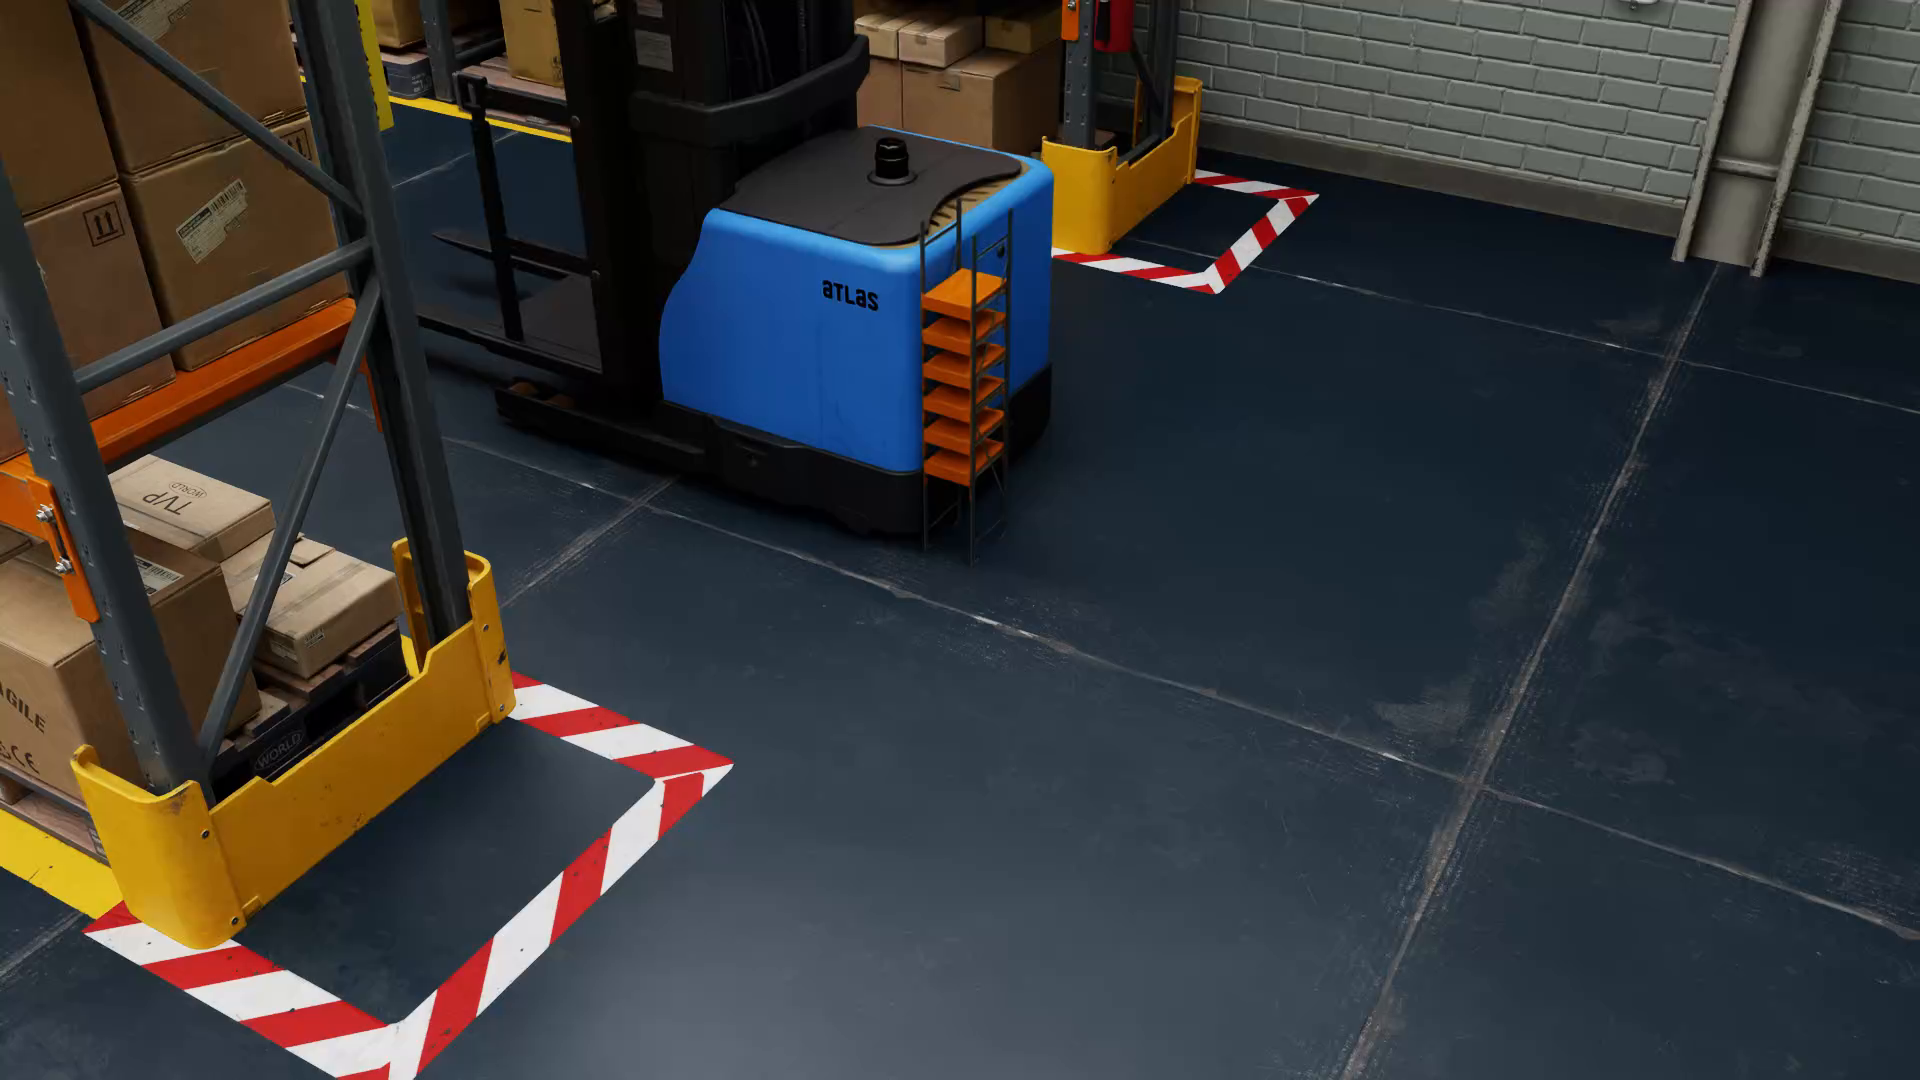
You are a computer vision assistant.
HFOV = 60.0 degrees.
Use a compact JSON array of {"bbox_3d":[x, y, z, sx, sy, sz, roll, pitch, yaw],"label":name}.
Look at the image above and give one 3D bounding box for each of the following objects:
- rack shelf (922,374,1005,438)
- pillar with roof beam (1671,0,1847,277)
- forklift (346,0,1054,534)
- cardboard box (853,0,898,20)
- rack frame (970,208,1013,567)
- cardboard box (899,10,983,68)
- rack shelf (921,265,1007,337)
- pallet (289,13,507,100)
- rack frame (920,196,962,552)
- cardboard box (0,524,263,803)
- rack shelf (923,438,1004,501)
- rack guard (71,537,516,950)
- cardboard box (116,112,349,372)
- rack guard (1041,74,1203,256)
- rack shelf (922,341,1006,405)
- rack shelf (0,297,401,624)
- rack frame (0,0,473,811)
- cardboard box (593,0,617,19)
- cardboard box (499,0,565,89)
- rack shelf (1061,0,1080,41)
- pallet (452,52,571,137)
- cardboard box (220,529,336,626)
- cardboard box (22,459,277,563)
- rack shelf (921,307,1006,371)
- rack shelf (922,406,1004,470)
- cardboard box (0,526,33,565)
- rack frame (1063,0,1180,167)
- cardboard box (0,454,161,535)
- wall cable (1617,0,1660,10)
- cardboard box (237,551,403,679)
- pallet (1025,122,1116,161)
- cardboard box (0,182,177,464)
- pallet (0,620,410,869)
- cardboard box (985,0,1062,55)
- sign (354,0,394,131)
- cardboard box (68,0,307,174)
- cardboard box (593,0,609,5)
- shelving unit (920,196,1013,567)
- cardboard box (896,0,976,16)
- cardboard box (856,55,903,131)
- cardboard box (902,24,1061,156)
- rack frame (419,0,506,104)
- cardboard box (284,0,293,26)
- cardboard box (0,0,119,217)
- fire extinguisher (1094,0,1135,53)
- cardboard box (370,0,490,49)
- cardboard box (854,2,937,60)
[{"bbox_3d":[0.020,-0.454,5.430,0.180,0.103,0.258,18,38,25],"label":"rack shelf"},{"bbox_3d":[1.407,-2.992,2.125,0.400,9.000,9.100,18,37,24],"label":"pillar with roof beam"},{"bbox_3d":[-1.187,-1.835,5.862,3.031,2.935,1.130,18,38,25],"label":"forklift"},{"bbox_3d":[-0.337,-2.712,8.407,0.250,0.149,0.380,18,38,25],"label":"cardboard box"},{"bbox_3d":[0.099,-0.465,5.366,0.006,1.200,0.240,18,38,25],"label":"rack frame"},{"bbox_3d":[-0.090,-2.390,7.923,0.250,0.149,0.380,17,37,24],"label":"cardboard box"},{"bbox_3d":[0.020,-0.754,5.230,0.180,0.103,0.258,18,38,25],"label":"rack shelf"},{"bbox_3d":[-3.411,-3.009,10.077,1.213,0.211,1.003,18,37,24],"label":"pallet"},{"bbox_3d":[-0.059,-0.517,5.444,0.006,1.200,0.240,18,38,25],"label":"rack frame"},{"bbox_3d":[-2.280,0.318,4.425,0.500,0.500,0.500,18,37,24],"label":"cardboard box"},{"bbox_3d":[0.020,-0.255,5.563,0.180,0.103,0.258,18,38,25],"label":"rack shelf"},{"bbox_3d":[-1.751,0.511,4.531,0.348,0.500,1.175,18,37,24],"label":"rack guard"},{"bbox_3d":[-1.940,-0.799,4.153,0.500,0.500,0.500,18,38,25],"label":"cardboard box"},{"bbox_3d":[0.790,-1.846,8.071,0.348,0.500,1.175,18,37,24],"label":"rack guard"},{"bbox_3d":[0.020,-0.554,5.363,0.180,0.103,0.258,18,38,25],"label":"rack shelf"},{"bbox_3d":[-3.422,-0.759,4.832,4.000,0.370,1.077,18,37,24],"label":"rack shelf"},{"bbox_3d":[-1.685,-0.508,3.807,0.127,3.000,1.000,18,37,24],"label":"rack frame"},{"bbox_3d":[-1.671,-2.733,9.024,0.500,0.500,0.700,17,37,24],"label":"cardboard box"},{"bbox_3d":[-2.105,-2.873,9.234,0.500,0.500,0.700,18,38,25],"label":"cardboard box"},{"bbox_3d":[-0.967,-3.144,8.414,4.000,0.370,1.077,18,37,24],"label":"rack shelf"},{"bbox_3d":[-2.082,-2.586,9.443,1.213,0.211,1.003,18,37,24],"label":"pallet"},{"bbox_3d":[-2.095,0.139,4.995,0.250,0.166,0.380,18,37,24],"label":"cardboard box"},{"bbox_3d":[-2.451,0.029,5.083,0.500,0.250,0.500,18,37,24],"label":"cardboard box"},{"bbox_3d":[0.020,-0.654,5.297,0.180,0.103,0.258,18,38,25],"label":"rack shelf"},{"bbox_3d":[0.020,-0.354,5.496,0.180,0.103,0.258,18,38,25],"label":"rack shelf"},{"bbox_3d":[-3.089,0.146,4.908,0.500,0.250,0.500,18,37,24],"label":"cardboard box"},{"bbox_3d":[0.769,-2.893,7.388,0.127,3.000,1.000,18,37,24],"label":"rack frame"},{"bbox_3d":[-2.885,-0.108,5.290,0.500,0.250,0.500,18,37,24],"label":"cardboard box"},{"bbox_3d":[2.350,-3.419,7.262,1.851,1.984,0.084,18,37,24],"label":"wall cable"},{"bbox_3d":[-1.878,0.215,4.897,0.250,0.149,0.380,18,37,24],"label":"cardboard box"},{"bbox_3d":[0.036,-1.915,8.435,1.213,0.211,1.003,18,37,24],"label":"pallet"},{"bbox_3d":[-2.209,-0.542,3.768,0.500,0.500,0.500,19,38,26],"label":"cardboard box"},{"bbox_3d":[-2.444,0.413,4.940,1.213,0.211,1.003,18,37,24],"label":"pallet"},{"bbox_3d":[0.320,-2.504,8.095,0.250,0.149,0.380,18,38,25],"label":"cardboard box"},{"bbox_3d":[-1.416,-1.130,3.959,0.005,0.325,0.100,18,37,24],"label":"sign"},{"bbox_3d":[-1.940,-1.215,3.876,0.500,0.500,0.500,19,38,26],"label":"cardboard box"},{"bbox_3d":[-1.898,-2.961,8.781,0.250,0.149,0.380,19,38,26],"label":"cardboard box"},{"bbox_3d":[0.020,-0.491,5.405,0.189,1.200,0.258,18,38,25],"label":"shelving unit"},{"bbox_3d":[-0.120,-2.643,8.303,0.250,0.149,0.380,18,38,25],"label":"cardboard box"},{"bbox_3d":[-0.322,-2.309,8.388,0.500,0.500,0.700,17,37,24],"label":"cardboard box"},{"bbox_3d":[0.112,-2.172,8.182,0.500,0.500,0.700,18,37,24],"label":"cardboard box"},{"bbox_3d":[-2.703,-3.993,9.040,0.127,3.000,1.000,18,37,24],"label":"rack frame"},{"bbox_3d":[-4.106,-3.632,10.059,0.750,0.750,0.750,19,38,26],"label":"cardboard box"},{"bbox_3d":[-2.208,-0.956,3.487,0.500,0.500,0.500,17,37,24],"label":"cardboard box"},{"bbox_3d":[0.671,-2.442,7.117,0.183,0.674,0.296,18,37,24],"label":"fire extinguisher"},{"bbox_3d":[-3.332,-3.389,9.694,0.750,0.750,0.750,18,38,25],"label":"cardboard box"},{"bbox_3d":[-0.312,-2.459,8.028,0.250,0.149,0.380,19,38,26],"label":"cardboard box"}]
